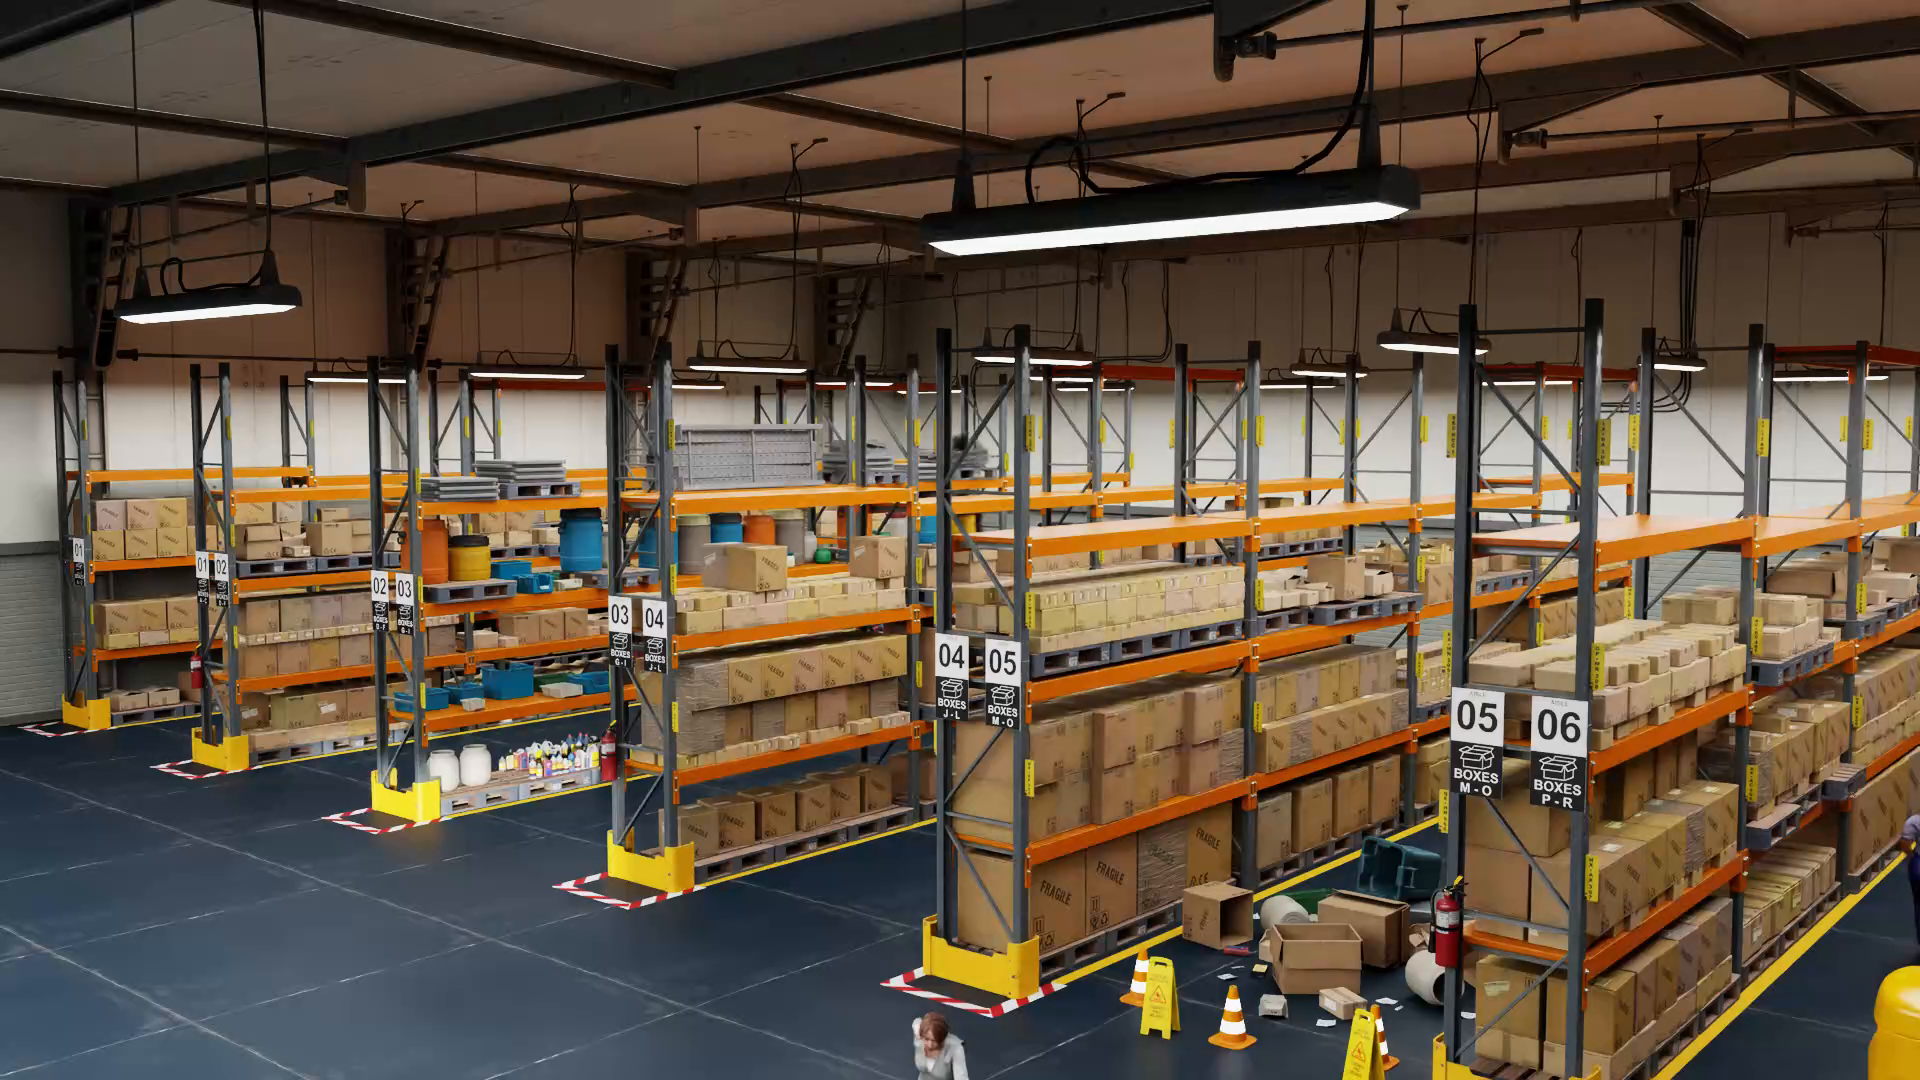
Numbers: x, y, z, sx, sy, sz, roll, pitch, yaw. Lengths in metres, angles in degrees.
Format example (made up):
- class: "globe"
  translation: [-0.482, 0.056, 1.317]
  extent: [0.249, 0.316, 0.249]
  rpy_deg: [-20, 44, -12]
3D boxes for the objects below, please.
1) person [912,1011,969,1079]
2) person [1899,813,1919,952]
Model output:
- class: "person"
  translation: [-0.145, 3.693, 10.956]
  extent: [0.534, 1.347, 0.915]
  rpy_deg: [2, 4, 20]
- class: "person"
  translation: [9.431, 3.220, 16.096]
  extent: [0.606, 1.605, 0.573]
  rpy_deg: [3, 5, 36]
